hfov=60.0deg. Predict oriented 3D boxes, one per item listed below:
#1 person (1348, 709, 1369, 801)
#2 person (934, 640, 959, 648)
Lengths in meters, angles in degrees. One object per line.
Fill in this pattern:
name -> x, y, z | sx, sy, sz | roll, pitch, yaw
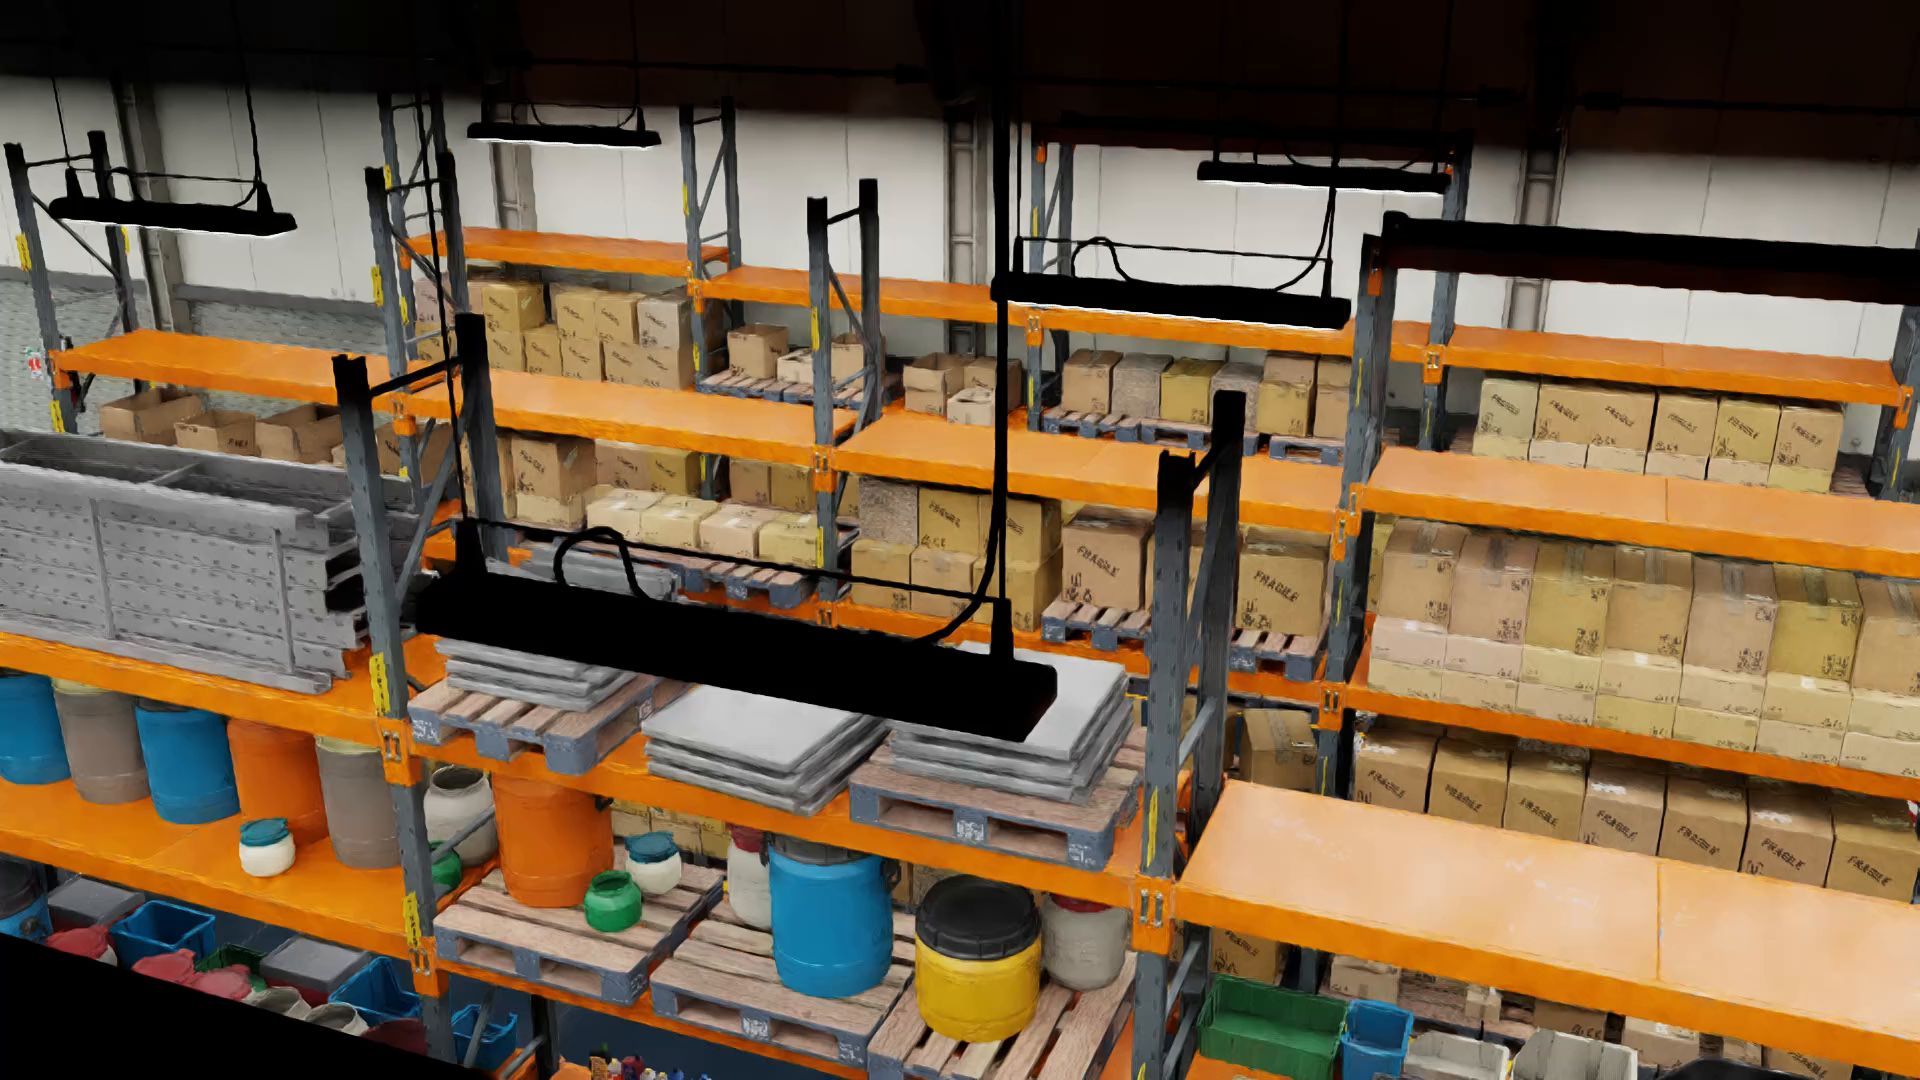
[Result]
person -> 3.345, 2.162, 14.352 | 0.542, 1.655, 0.572 | -16, 26, -36
person -> -0.021, 1.333, 16.629 | 1.000, 1.605, 0.493 | 8, 22, 19
